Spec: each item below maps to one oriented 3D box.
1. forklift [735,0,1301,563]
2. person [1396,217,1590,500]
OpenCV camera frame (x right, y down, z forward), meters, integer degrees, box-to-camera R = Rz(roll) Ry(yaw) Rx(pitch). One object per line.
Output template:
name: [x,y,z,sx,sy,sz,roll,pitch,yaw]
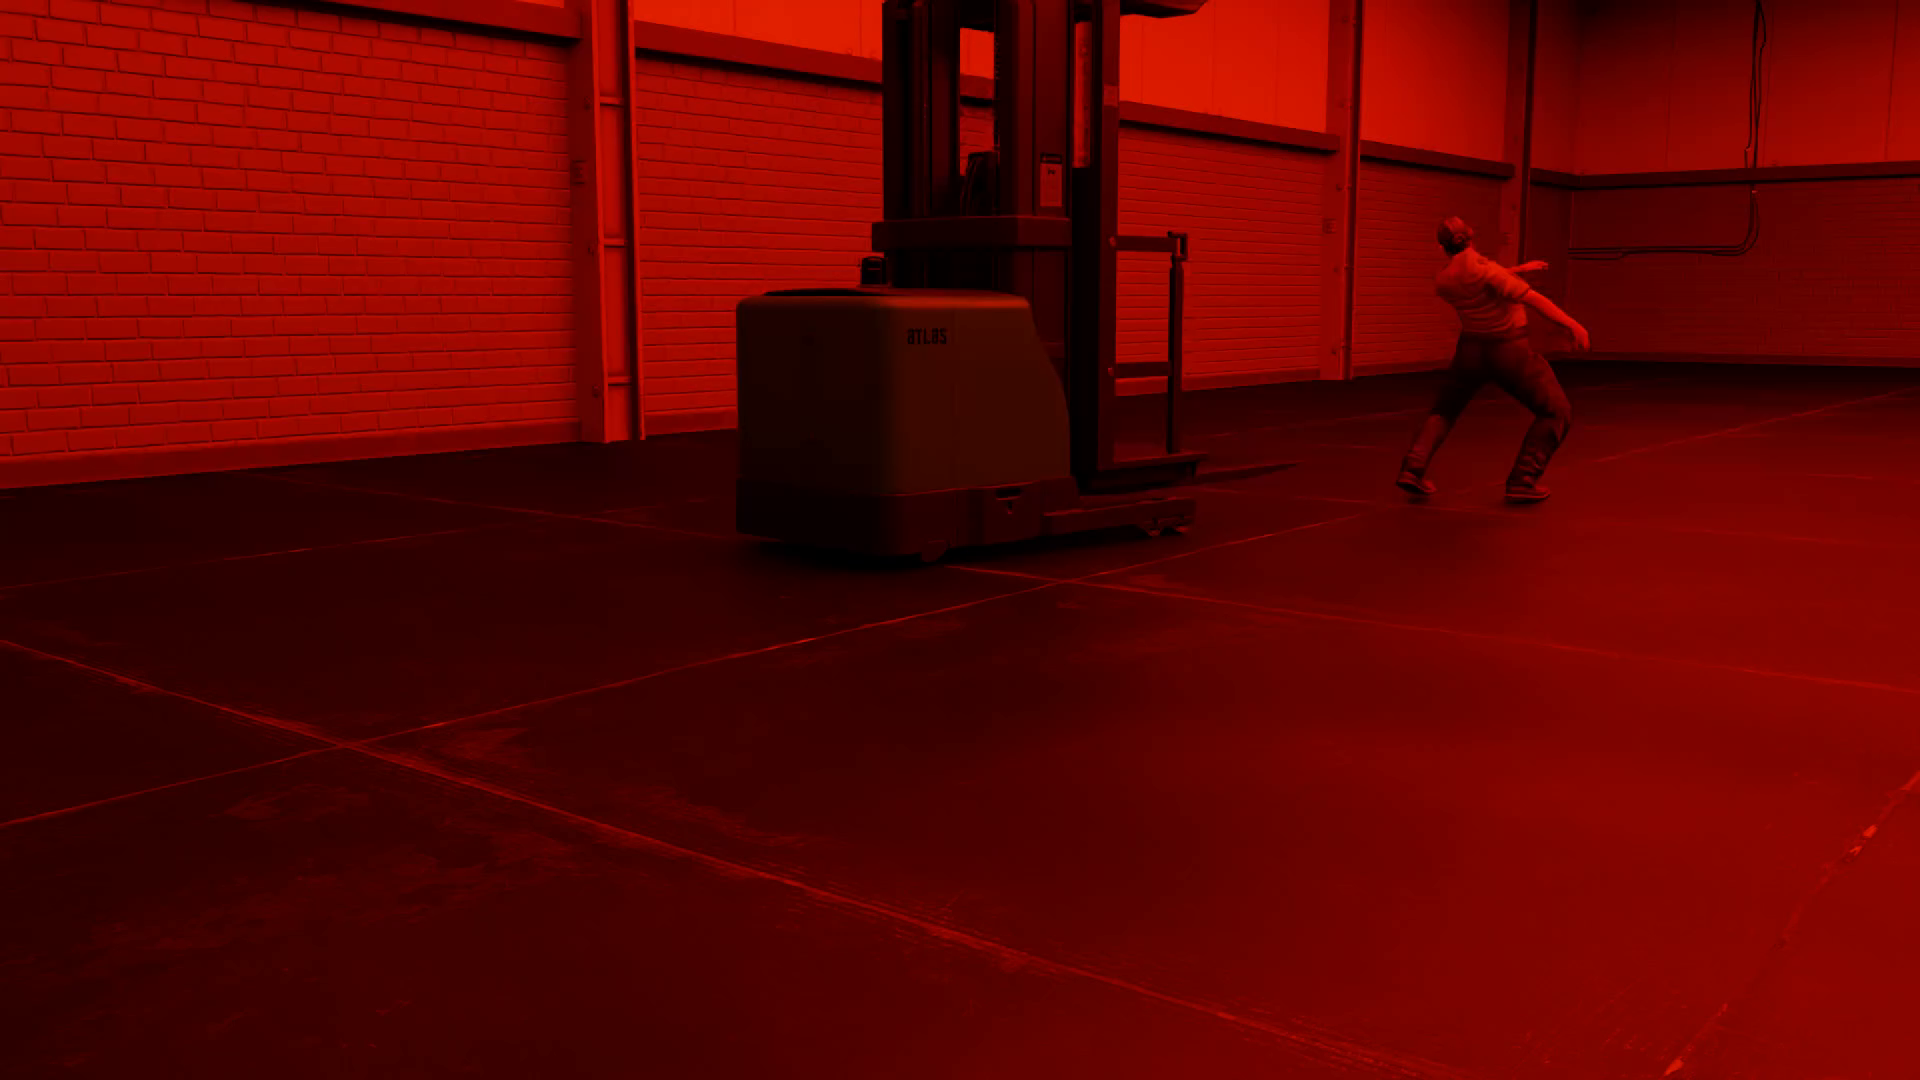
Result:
forklift: [0.446,-1.516,7.642,3.031,2.935,1.130,-8,11,-43]
person: [2.860,-0.948,8.713,0.858,1.466,0.813,8,11,43]
